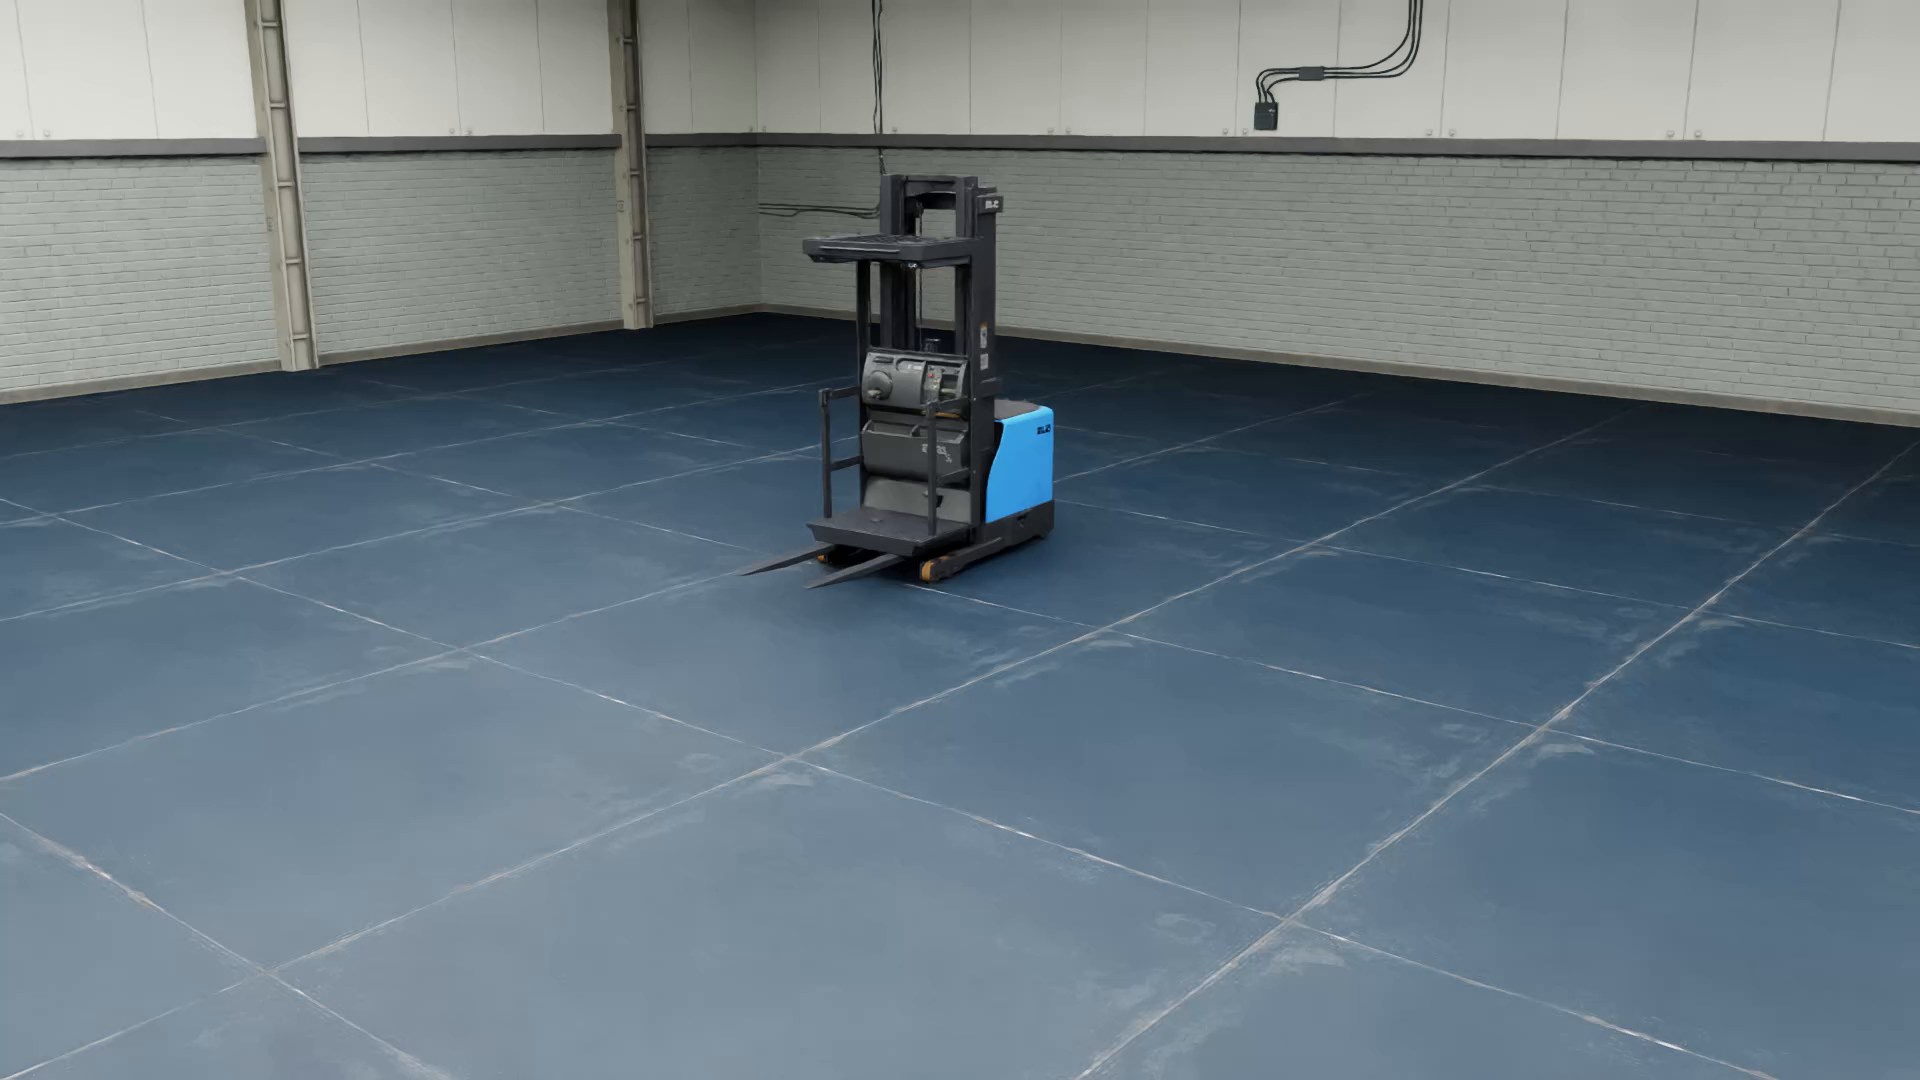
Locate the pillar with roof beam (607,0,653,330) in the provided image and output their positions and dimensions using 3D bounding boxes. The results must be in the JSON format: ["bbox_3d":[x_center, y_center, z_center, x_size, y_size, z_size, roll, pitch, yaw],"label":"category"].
[{"bbox_3d":[-1.946,-7.188,23.640,9.100,9.000,0.400,11,18,38],"label":"pillar with roof beam"}]

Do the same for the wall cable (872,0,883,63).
[{"bbox_3d":[-0.311,-8.737,25.790,3.097,2.526,0.112,11,18,38],"label":"wall cable"}]

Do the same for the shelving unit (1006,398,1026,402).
[{"bbox_3d":[0.406,-0.662,14.096,0.215,1.050,0.252,9,17,33],"label":"shelving unit"}]

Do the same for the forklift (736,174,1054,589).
[{"bbox_3d":[-0.465,-1.229,12.508,1.130,2.935,3.031,9,17,33],"label":"forklift"}]

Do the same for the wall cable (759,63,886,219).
[{"bbox_3d":[-2.415,-6.708,28.060,3.097,2.526,0.112,11,18,38],"label":"wall cable"}]

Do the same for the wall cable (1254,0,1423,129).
[{"bbox_3d":[4.959,-8.389,21.464,2.305,6.003,0.169,11,18,38],"label":"wall cable"}]

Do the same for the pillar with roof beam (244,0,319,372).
[{"bbox_3d":[-5.717,-6.039,19.117,9.100,9.000,0.400,11,18,38],"label":"pillar with roof beam"}]

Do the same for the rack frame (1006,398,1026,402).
[{"bbox_3d":[0.475,-0.687,14.194,0.200,1.050,0.008,9,17,33],"label":"rack frame"}]
